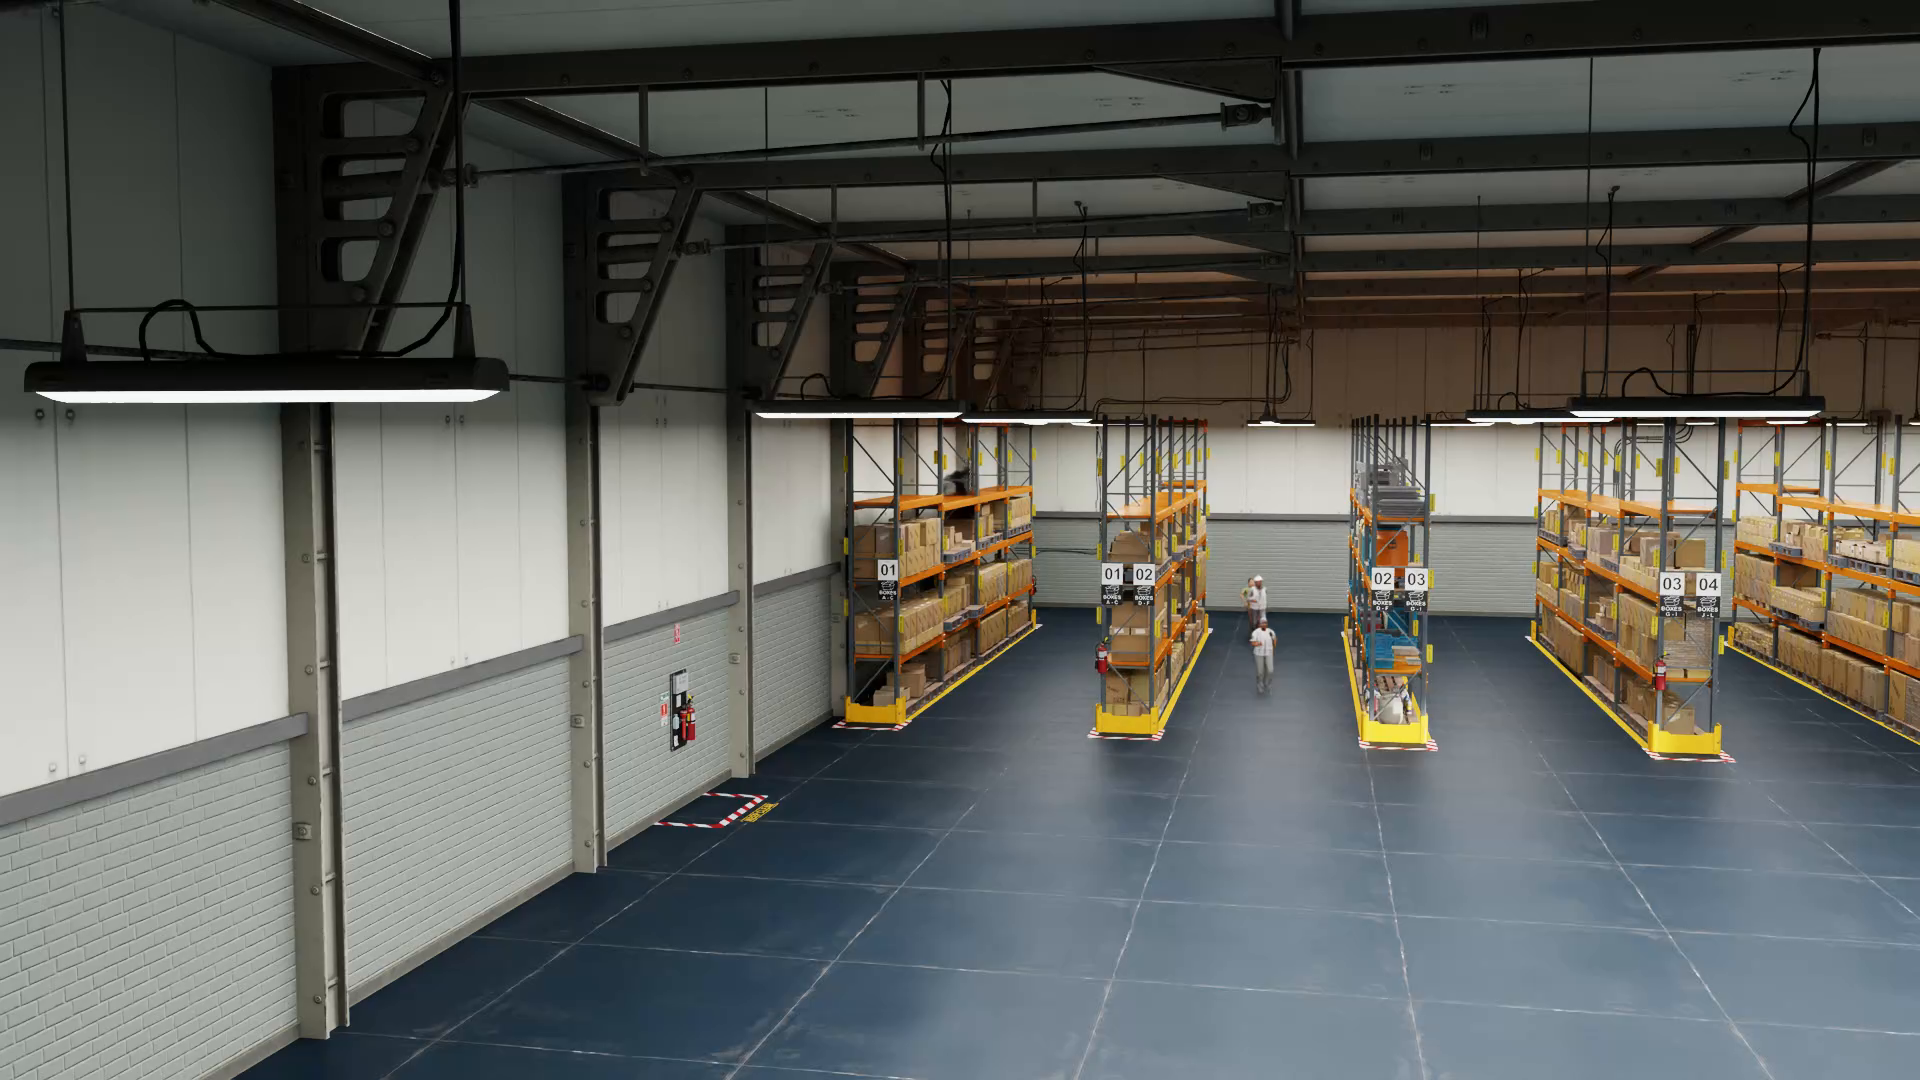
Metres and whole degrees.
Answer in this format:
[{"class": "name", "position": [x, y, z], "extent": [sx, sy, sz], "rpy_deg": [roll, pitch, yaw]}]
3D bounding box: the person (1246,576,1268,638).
[{"class": "person", "position": [8.011, 1.843, 44.781], "extent": [0.633, 1.773, 0.965], "rpy_deg": [0, 4, -2]}]

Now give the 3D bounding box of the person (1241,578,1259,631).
[{"class": "person", "position": [8.016, 1.874, 45.582], "extent": [0.591, 1.686, 0.666], "rpy_deg": [0, 4, 1]}]

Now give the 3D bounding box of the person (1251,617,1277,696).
[{"class": "person", "position": [6.549, 2.517, 35.862], "extent": [0.566, 1.695, 0.671], "rpy_deg": [0, 4, 3]}]
